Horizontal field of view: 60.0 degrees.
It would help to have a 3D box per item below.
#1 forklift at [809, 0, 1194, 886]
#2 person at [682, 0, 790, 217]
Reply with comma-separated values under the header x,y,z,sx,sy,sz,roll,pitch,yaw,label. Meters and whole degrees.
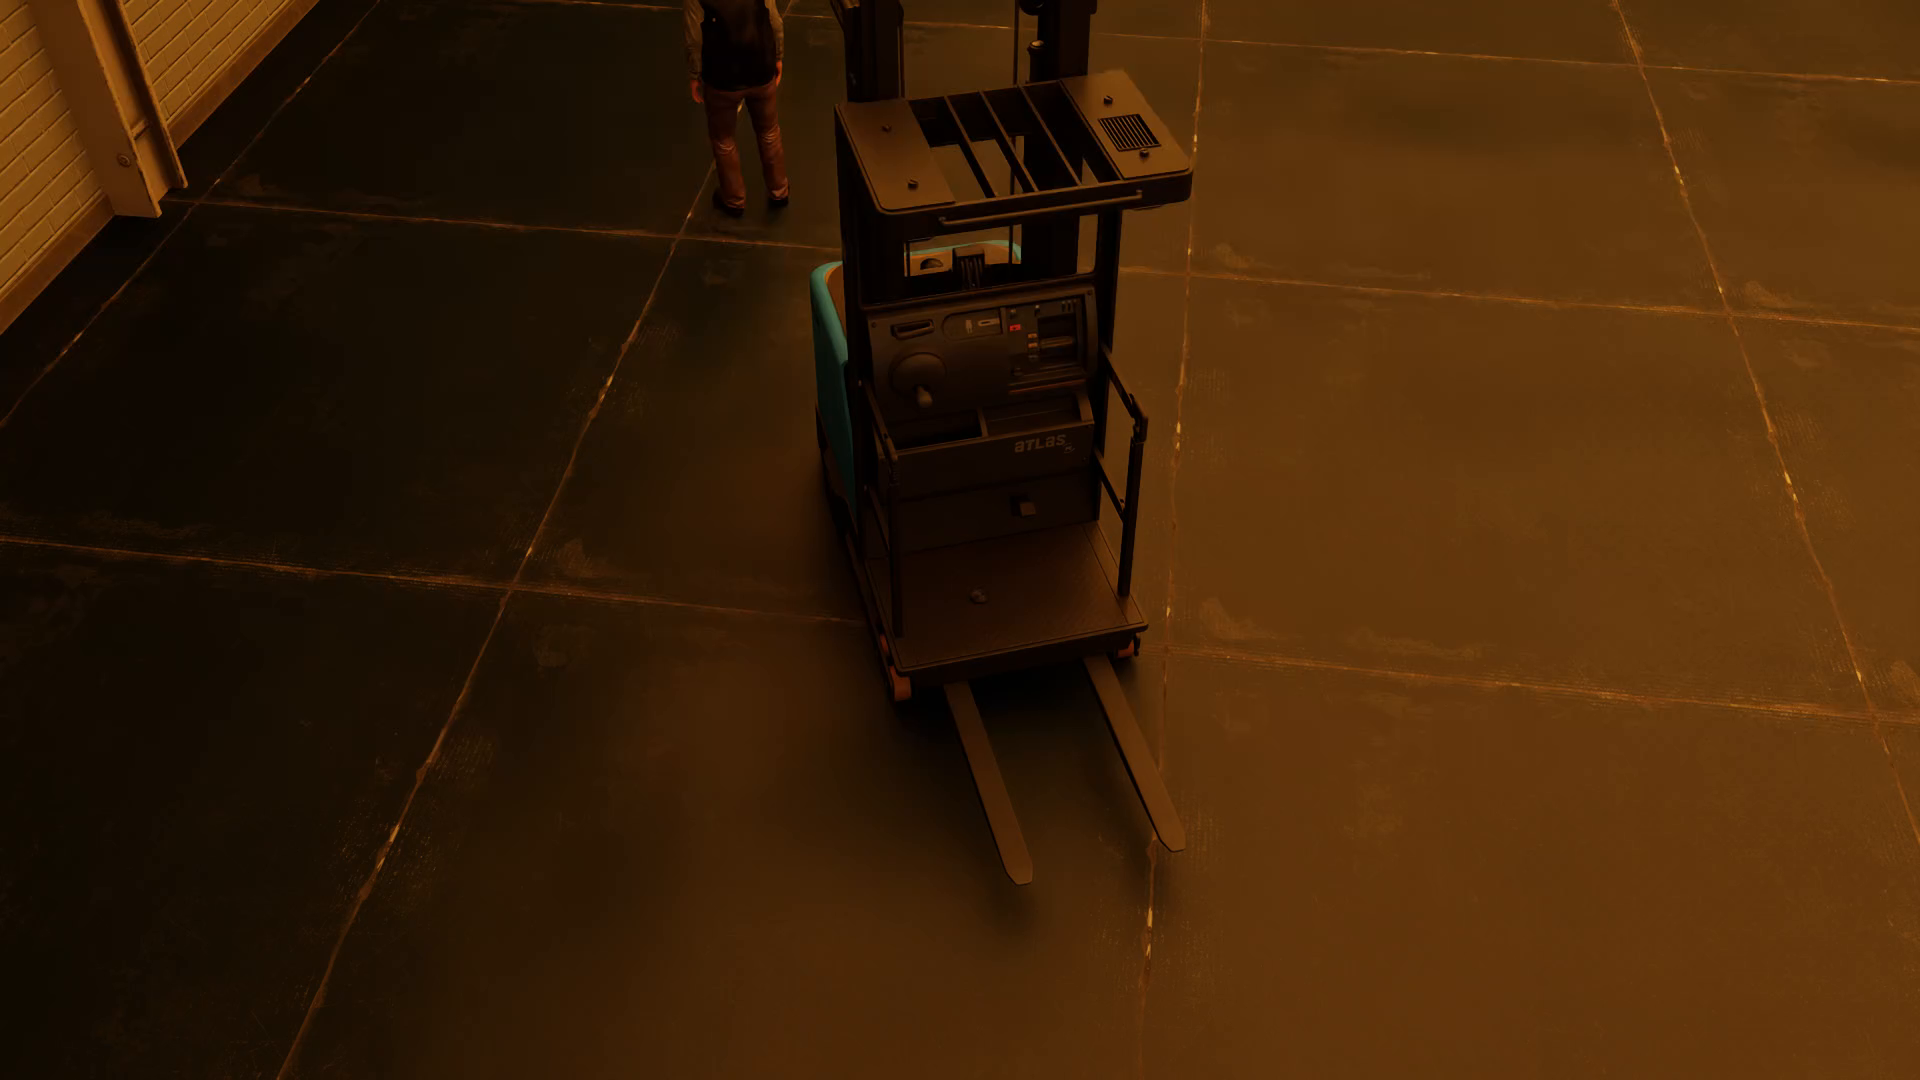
x,y,z,sx,sy,sz,roll,pitch,yaw,label
0.153,-0.681,6.465,1.130,2.935,3.031,-10,44,-11,forklift
-1.272,-2.660,9.517,0.584,1.719,0.427,-17,45,-18,person
